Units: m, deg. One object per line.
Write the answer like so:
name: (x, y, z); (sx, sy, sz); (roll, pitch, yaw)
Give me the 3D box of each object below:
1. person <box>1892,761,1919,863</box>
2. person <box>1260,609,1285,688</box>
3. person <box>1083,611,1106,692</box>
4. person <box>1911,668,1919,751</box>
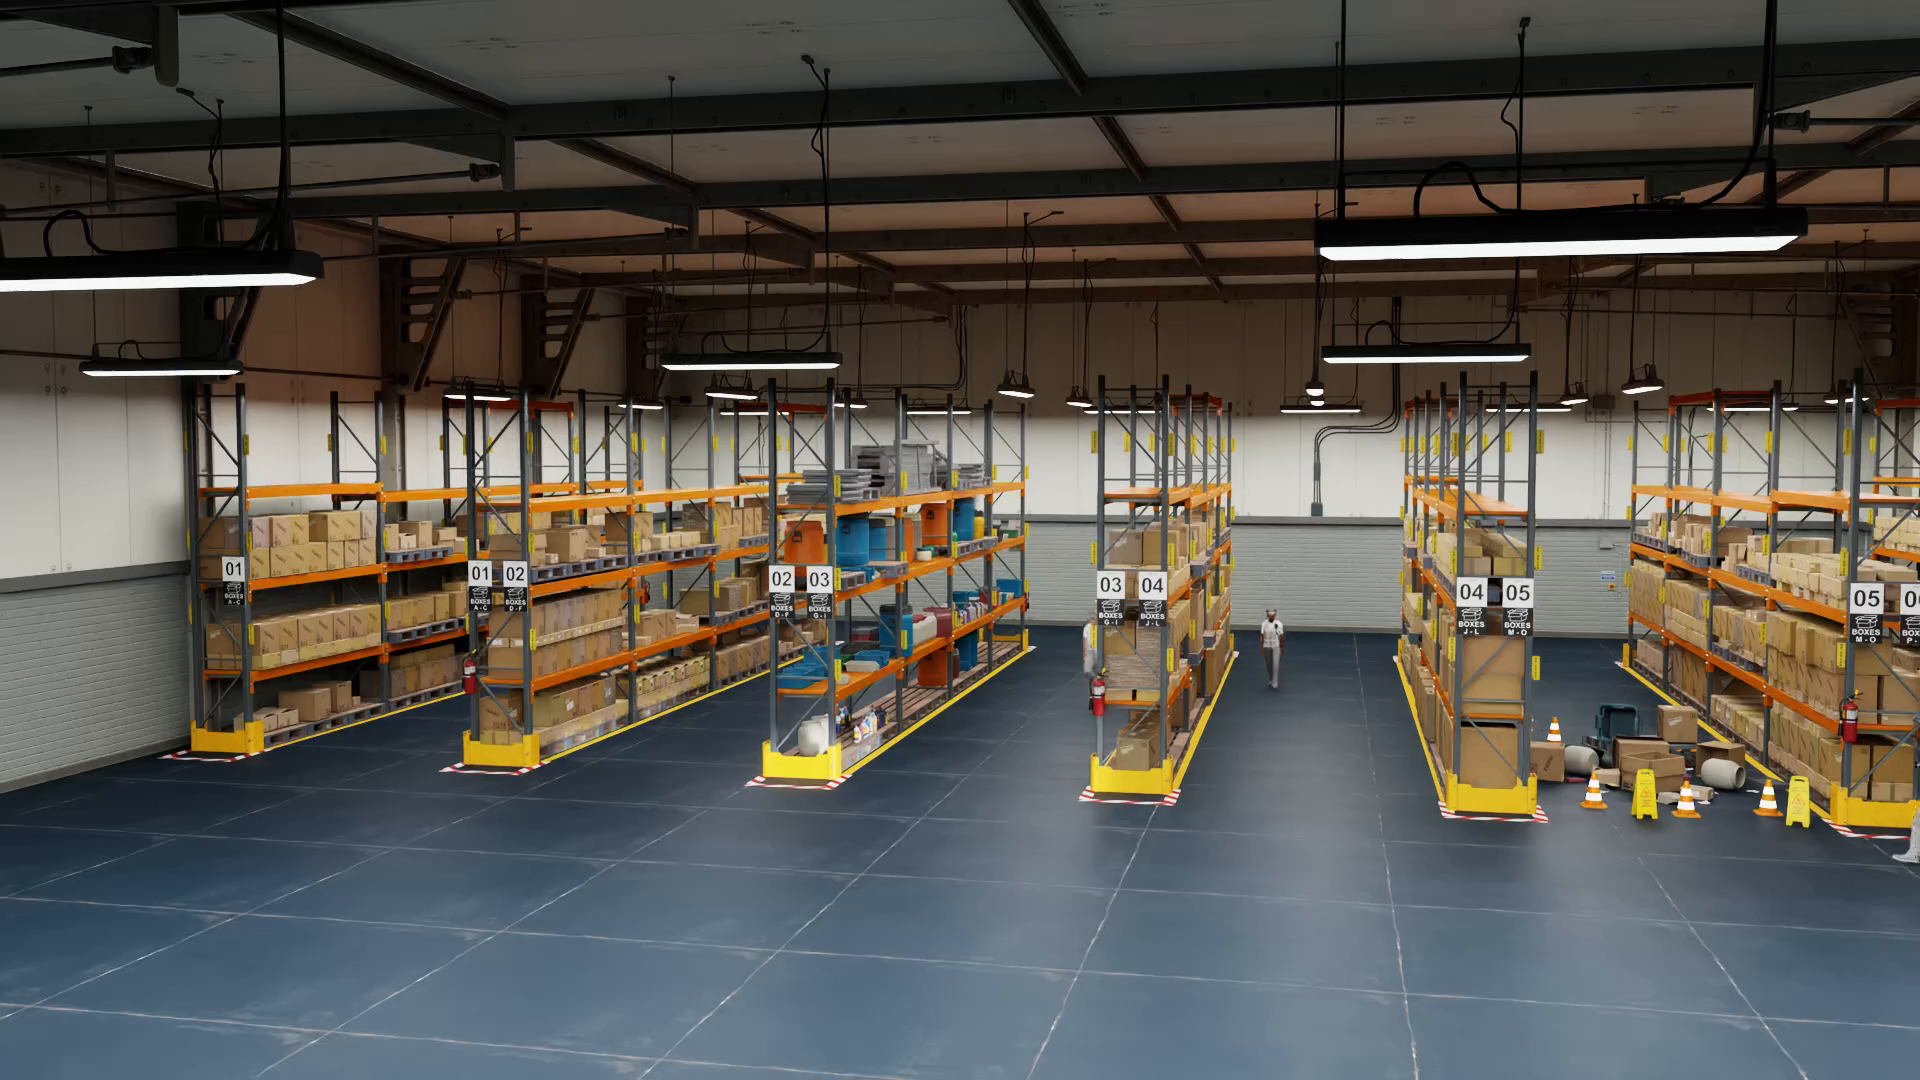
person: (11.654, 3.034, 19.810); (0.970, 1.641, 0.486); (1, 3, 13)
person: (6.396, 2.214, 34.146); (0.467, 1.626, 0.986); (1, 4, 22)
person: (2.665, 2.201, 32.190); (0.598, 1.690, 0.725); (2, 4, 25)
person: (14.723, 2.728, 25.227); (0.629, 1.676, 0.766); (1, 3, 14)
